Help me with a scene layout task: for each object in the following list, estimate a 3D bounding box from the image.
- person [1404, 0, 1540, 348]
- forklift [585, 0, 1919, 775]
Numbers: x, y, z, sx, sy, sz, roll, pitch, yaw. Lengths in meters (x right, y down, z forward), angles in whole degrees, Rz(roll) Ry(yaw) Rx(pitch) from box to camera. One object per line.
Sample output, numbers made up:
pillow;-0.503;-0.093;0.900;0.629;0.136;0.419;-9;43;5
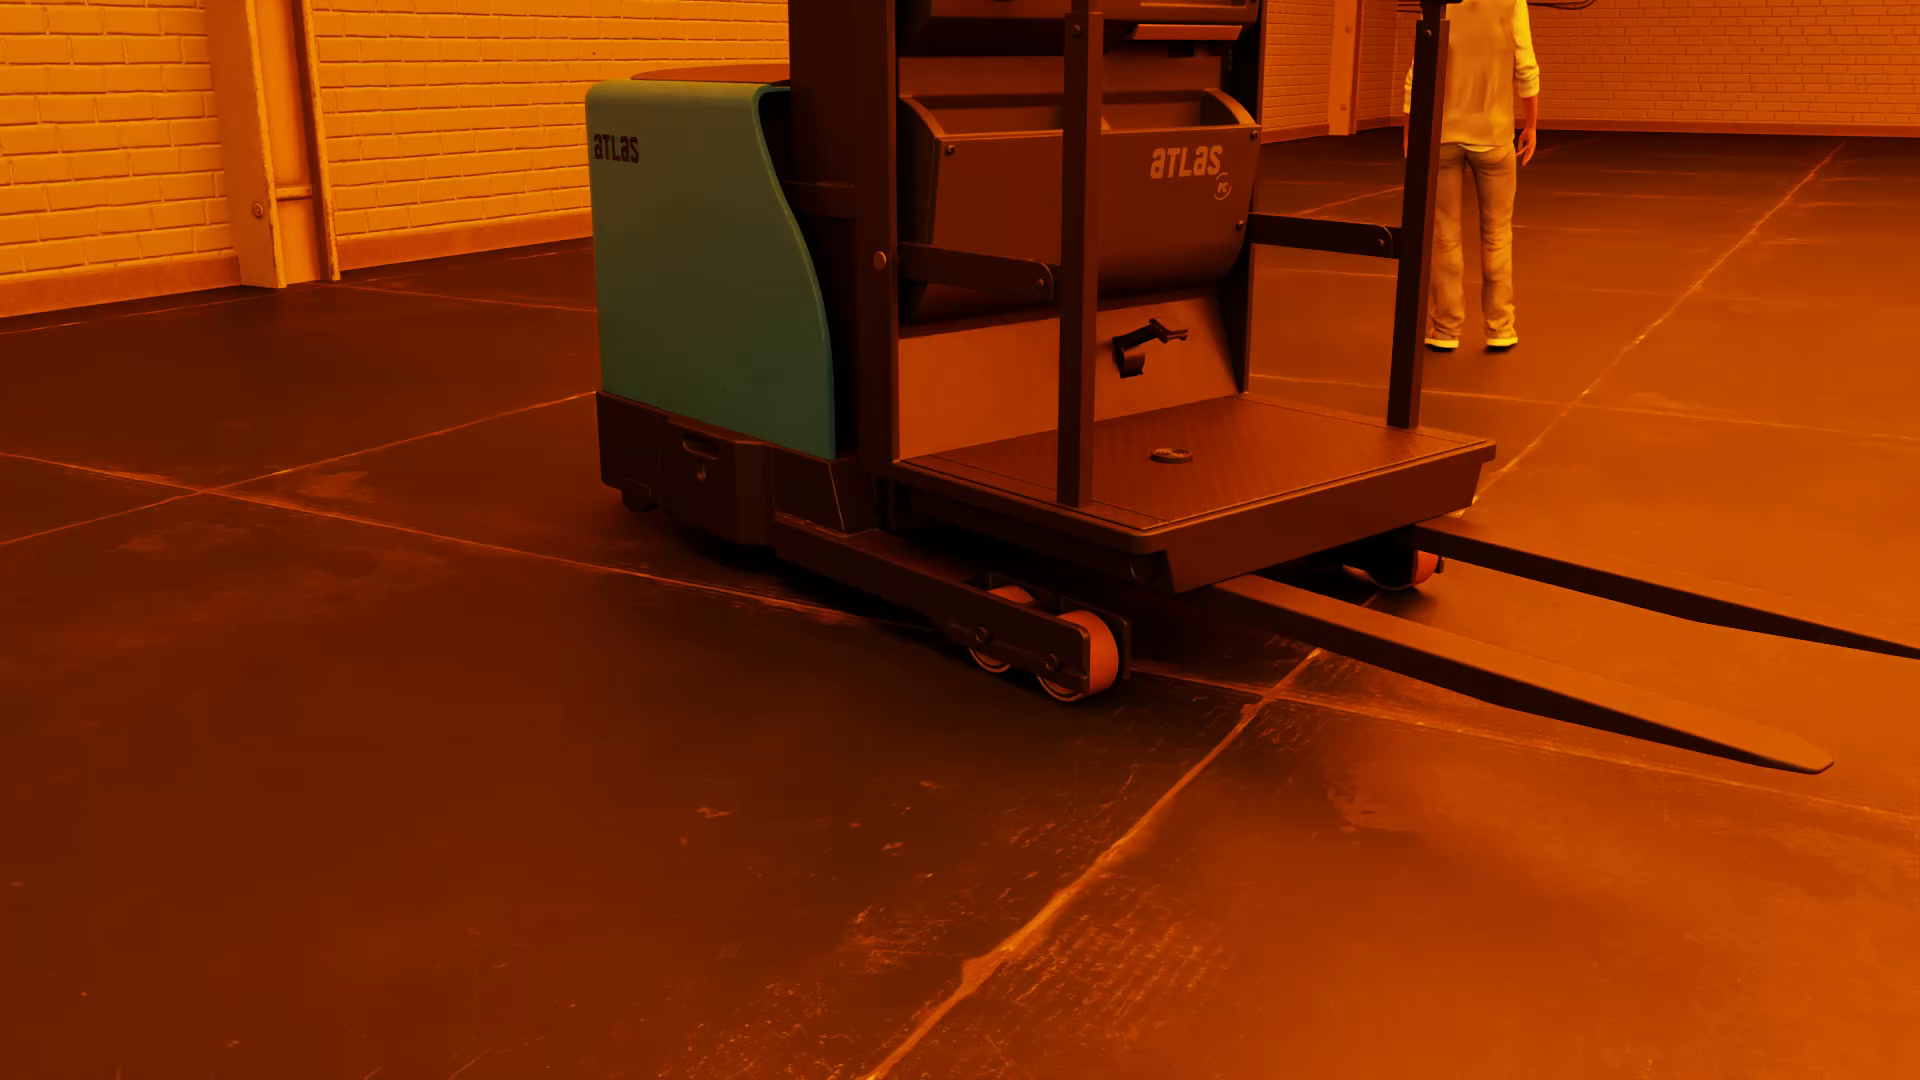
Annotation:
person;1.961;-1.534;6.410;0.509;1.603;0.461;5;17;15
forklift;0.408;-1.271;3.168;1.130;2.935;3.031;-14;21;-39
